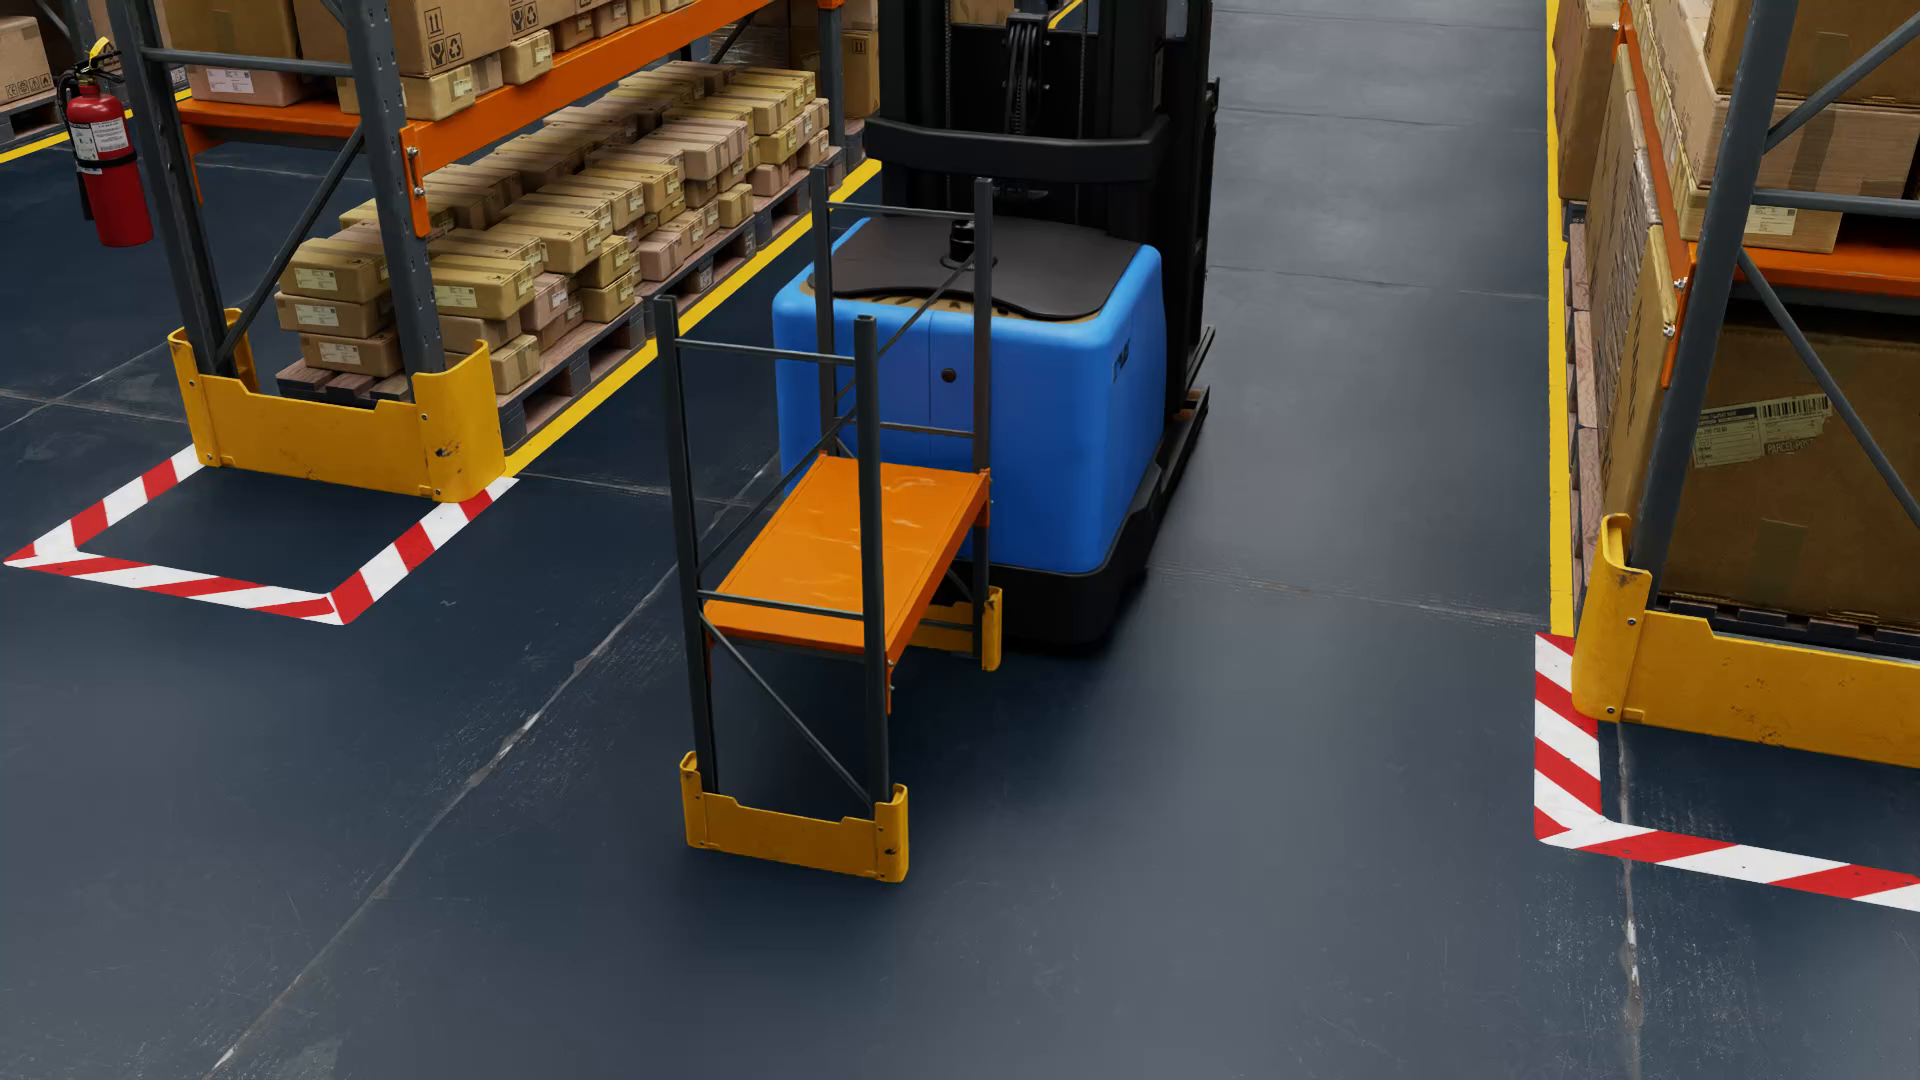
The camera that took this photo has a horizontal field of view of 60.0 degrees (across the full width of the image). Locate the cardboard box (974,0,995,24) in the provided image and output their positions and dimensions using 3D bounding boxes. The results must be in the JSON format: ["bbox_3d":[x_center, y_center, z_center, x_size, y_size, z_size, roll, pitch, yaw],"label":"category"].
[{"bbox_3d":[-0.066,-3.787,11.612,0.500,0.500,0.500,10,31,17],"label":"cardboard box"}]

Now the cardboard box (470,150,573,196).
[{"bbox_3d":[-1.973,-1.640,7.501,0.380,0.149,0.250,7,30,13],"label":"cardboard box"}]

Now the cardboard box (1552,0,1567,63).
[{"bbox_3d":[4.523,-3.463,10.643,1.225,0.875,0.875,7,30,13],"label":"cardboard box"}]

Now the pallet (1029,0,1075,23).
[{"bbox_3d":[0.337,-4.417,13.473,1.003,0.211,1.213,8,30,15],"label":"pallet"}]

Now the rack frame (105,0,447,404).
[{"bbox_3d":[-2.315,-1.562,5.473,1.000,3.000,0.127,8,30,15],"label":"rack frame"}]

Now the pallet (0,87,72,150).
[{"bbox_3d":[-6.200,-2.520,10.062,1.003,0.211,1.213,8,30,15],"label":"pallet"}]

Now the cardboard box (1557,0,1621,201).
[{"bbox_3d":[3.740,-2.222,8.412,1.225,0.875,0.875,9,30,15],"label":"cardboard box"}]

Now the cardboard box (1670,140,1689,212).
[{"bbox_3d":[2.262,-1.031,4.777,0.380,0.149,0.250,9,30,15],"label":"cardboard box"}]

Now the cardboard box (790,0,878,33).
[{"bbox_3d":[-0.671,-3.146,9.687,0.500,0.250,0.500,7,30,13],"label":"cardboard box"}]

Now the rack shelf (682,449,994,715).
[{"bbox_3d":[-0.290,0.076,4.440,0.538,0.185,1.000,7,30,13],"label":"rack shelf"}]

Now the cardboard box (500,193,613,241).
[{"bbox_3d":[-1.680,-1.326,6.937,0.380,0.149,0.250,7,30,12],"label":"cardboard box"}]

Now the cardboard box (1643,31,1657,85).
[{"bbox_3d":[2.710,-1.742,6.054,0.380,0.149,0.250,8,30,13],"label":"cardboard box"}]

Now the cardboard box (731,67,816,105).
[{"bbox_3d":[-0.996,-2.416,8.897,0.380,0.149,0.250,9,30,16],"label":"cardboard box"}]

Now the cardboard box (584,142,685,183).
[{"bbox_3d":[-1.486,-1.700,7.609,0.380,0.149,0.250,9,30,15],"label":"cardboard box"}]

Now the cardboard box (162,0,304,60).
[{"bbox_3d":[-2.429,-1.982,5.818,0.500,0.500,0.500,9,30,16],"label":"cardboard box"}]

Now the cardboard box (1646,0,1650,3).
[{"bbox_3d":[3.032,-2.320,6.682,0.500,0.250,0.500,8,30,15],"label":"cardboard box"}]

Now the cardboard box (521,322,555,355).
[{"bbox_3d":[-1.856,-0.831,6.659,0.380,0.149,0.250,8,30,15],"label":"cardboard box"}]

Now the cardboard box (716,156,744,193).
[{"bbox_3d":[-1.282,-1.819,8.128,0.380,0.149,0.250,9,30,16],"label":"cardboard box"}]

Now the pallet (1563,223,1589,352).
[{"bbox_3d":[3.273,-1.106,7.520,1.003,0.211,1.213,8,30,15],"label":"pallet"}]

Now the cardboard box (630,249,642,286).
[{"bbox_3d":[-1.626,-1.183,7.291,0.380,0.149,0.250,9,30,15],"label":"cardboard box"}]

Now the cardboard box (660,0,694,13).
[{"bbox_3d":[-1.391,-2.408,7.252,0.380,0.149,0.250,9,30,16],"label":"cardboard box"}]

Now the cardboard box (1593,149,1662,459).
[{"bbox_3d":[2.776,-0.794,5.846,0.875,0.875,0.875,8,30,15],"label":"cardboard box"}]

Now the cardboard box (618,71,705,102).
[{"bbox_3d":[-1.577,-2.369,8.811,0.380,0.149,0.250,10,31,17],"label":"cardboard box"}]

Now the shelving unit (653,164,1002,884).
[{"bbox_3d":[-0.292,-0.077,4.345,0.587,1.500,1.083,7,30,13],"label":"shelving unit"}]

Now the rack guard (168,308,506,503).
[{"bbox_3d":[-2.292,-0.505,6.144,1.175,0.500,0.348,8,30,15],"label":"rack guard"}]

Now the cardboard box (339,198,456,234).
[{"bbox_3d":[-2.318,-1.289,6.871,0.380,0.149,0.250,8,30,14],"label":"cardboard box"}]

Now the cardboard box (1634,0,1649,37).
[{"bbox_3d":[2.937,-2.100,6.697,0.380,0.149,0.250,8,30,13],"label":"cardboard box"}]

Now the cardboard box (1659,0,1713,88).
[{"bbox_3d":[2.584,-1.607,5.402,0.500,0.250,0.500,7,30,13],"label":"cardboard box"}]

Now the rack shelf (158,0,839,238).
[{"bbox_3d":[-1.728,-2.177,7.318,1.077,0.370,4.000,8,30,15],"label":"rack shelf"}]

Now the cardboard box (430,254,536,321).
[{"bbox_3d":[-1.836,-0.955,6.270,0.380,0.149,0.250,7,30,13],"label":"cardboard box"}]

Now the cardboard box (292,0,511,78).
[{"bbox_3d":[-1.919,-1.905,5.680,0.500,0.500,0.500,10,31,17],"label":"cardboard box"}]

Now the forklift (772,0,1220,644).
[{"bbox_3d":[0.349,-1.667,5.731,1.130,2.935,3.031,8,30,15],"label":"forklift"}]

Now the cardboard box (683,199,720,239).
[{"bbox_3d":[-1.374,-1.535,7.925,0.380,0.149,0.250,9,30,16],"label":"cardboard box"}]

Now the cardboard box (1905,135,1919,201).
[{"bbox_3d":[2.796,-1.057,4.412,0.500,0.250,0.500,8,30,14],"label":"cardboard box"}]

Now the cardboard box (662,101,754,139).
[{"bbox_3d":[-1.250,-2.066,8.267,0.380,0.149,0.250,9,30,17],"label":"cardboard box"}]

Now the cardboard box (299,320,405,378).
[{"bbox_3d":[-2.359,-0.774,6.557,0.380,0.149,0.250,9,30,16],"label":"cardboard box"}]

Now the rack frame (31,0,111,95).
[{"bbox_3d":[-5.902,-4.081,10.000,1.000,3.000,0.127,8,30,15],"label":"rack frame"}]

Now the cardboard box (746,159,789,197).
[{"bbox_3d":[-1.102,-1.887,8.557,0.380,0.149,0.250,7,30,13],"label":"cardboard box"}]

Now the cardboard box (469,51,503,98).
[{"bbox_3d":[-1.871,-1.680,5.944,0.380,0.149,0.250,10,30,17],"label":"cardboard box"}]

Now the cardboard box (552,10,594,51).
[{"bbox_3d":[-1.693,-2.060,6.627,0.380,0.149,0.250,8,30,14],"label":"cardboard box"}]

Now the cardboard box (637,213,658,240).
[{"bbox_3d":[-1.588,-1.455,7.474,0.380,0.149,0.250,10,31,17],"label":"cardboard box"}]

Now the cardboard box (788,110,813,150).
[{"bbox_3d":[-0.997,-2.170,8.759,0.380,0.149,0.250,7,30,12],"label":"cardboard box"}]

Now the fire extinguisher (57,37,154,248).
[{"bbox_3d":[-2.830,-1.314,5.490,0.296,0.674,0.183,8,30,15],"label":"fire extinguisher"}]

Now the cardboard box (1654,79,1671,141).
[{"bbox_3d":[2.485,-1.385,5.413,0.380,0.149,0.250,8,30,14],"label":"cardboard box"}]

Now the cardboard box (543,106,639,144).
[{"bbox_3d":[-1.812,-2.013,8.172,0.380,0.149,0.250,9,30,16],"label":"cardboard box"}]

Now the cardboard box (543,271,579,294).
[{"bbox_3d":[-1.794,-1.082,6.805,0.380,0.149,0.250,9,30,16],"label":"cardboard box"}]

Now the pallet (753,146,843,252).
[{"bbox_3d":[-1.304,-1.885,8.922,1.003,0.211,1.213,8,30,15],"label":"pallet"}]
